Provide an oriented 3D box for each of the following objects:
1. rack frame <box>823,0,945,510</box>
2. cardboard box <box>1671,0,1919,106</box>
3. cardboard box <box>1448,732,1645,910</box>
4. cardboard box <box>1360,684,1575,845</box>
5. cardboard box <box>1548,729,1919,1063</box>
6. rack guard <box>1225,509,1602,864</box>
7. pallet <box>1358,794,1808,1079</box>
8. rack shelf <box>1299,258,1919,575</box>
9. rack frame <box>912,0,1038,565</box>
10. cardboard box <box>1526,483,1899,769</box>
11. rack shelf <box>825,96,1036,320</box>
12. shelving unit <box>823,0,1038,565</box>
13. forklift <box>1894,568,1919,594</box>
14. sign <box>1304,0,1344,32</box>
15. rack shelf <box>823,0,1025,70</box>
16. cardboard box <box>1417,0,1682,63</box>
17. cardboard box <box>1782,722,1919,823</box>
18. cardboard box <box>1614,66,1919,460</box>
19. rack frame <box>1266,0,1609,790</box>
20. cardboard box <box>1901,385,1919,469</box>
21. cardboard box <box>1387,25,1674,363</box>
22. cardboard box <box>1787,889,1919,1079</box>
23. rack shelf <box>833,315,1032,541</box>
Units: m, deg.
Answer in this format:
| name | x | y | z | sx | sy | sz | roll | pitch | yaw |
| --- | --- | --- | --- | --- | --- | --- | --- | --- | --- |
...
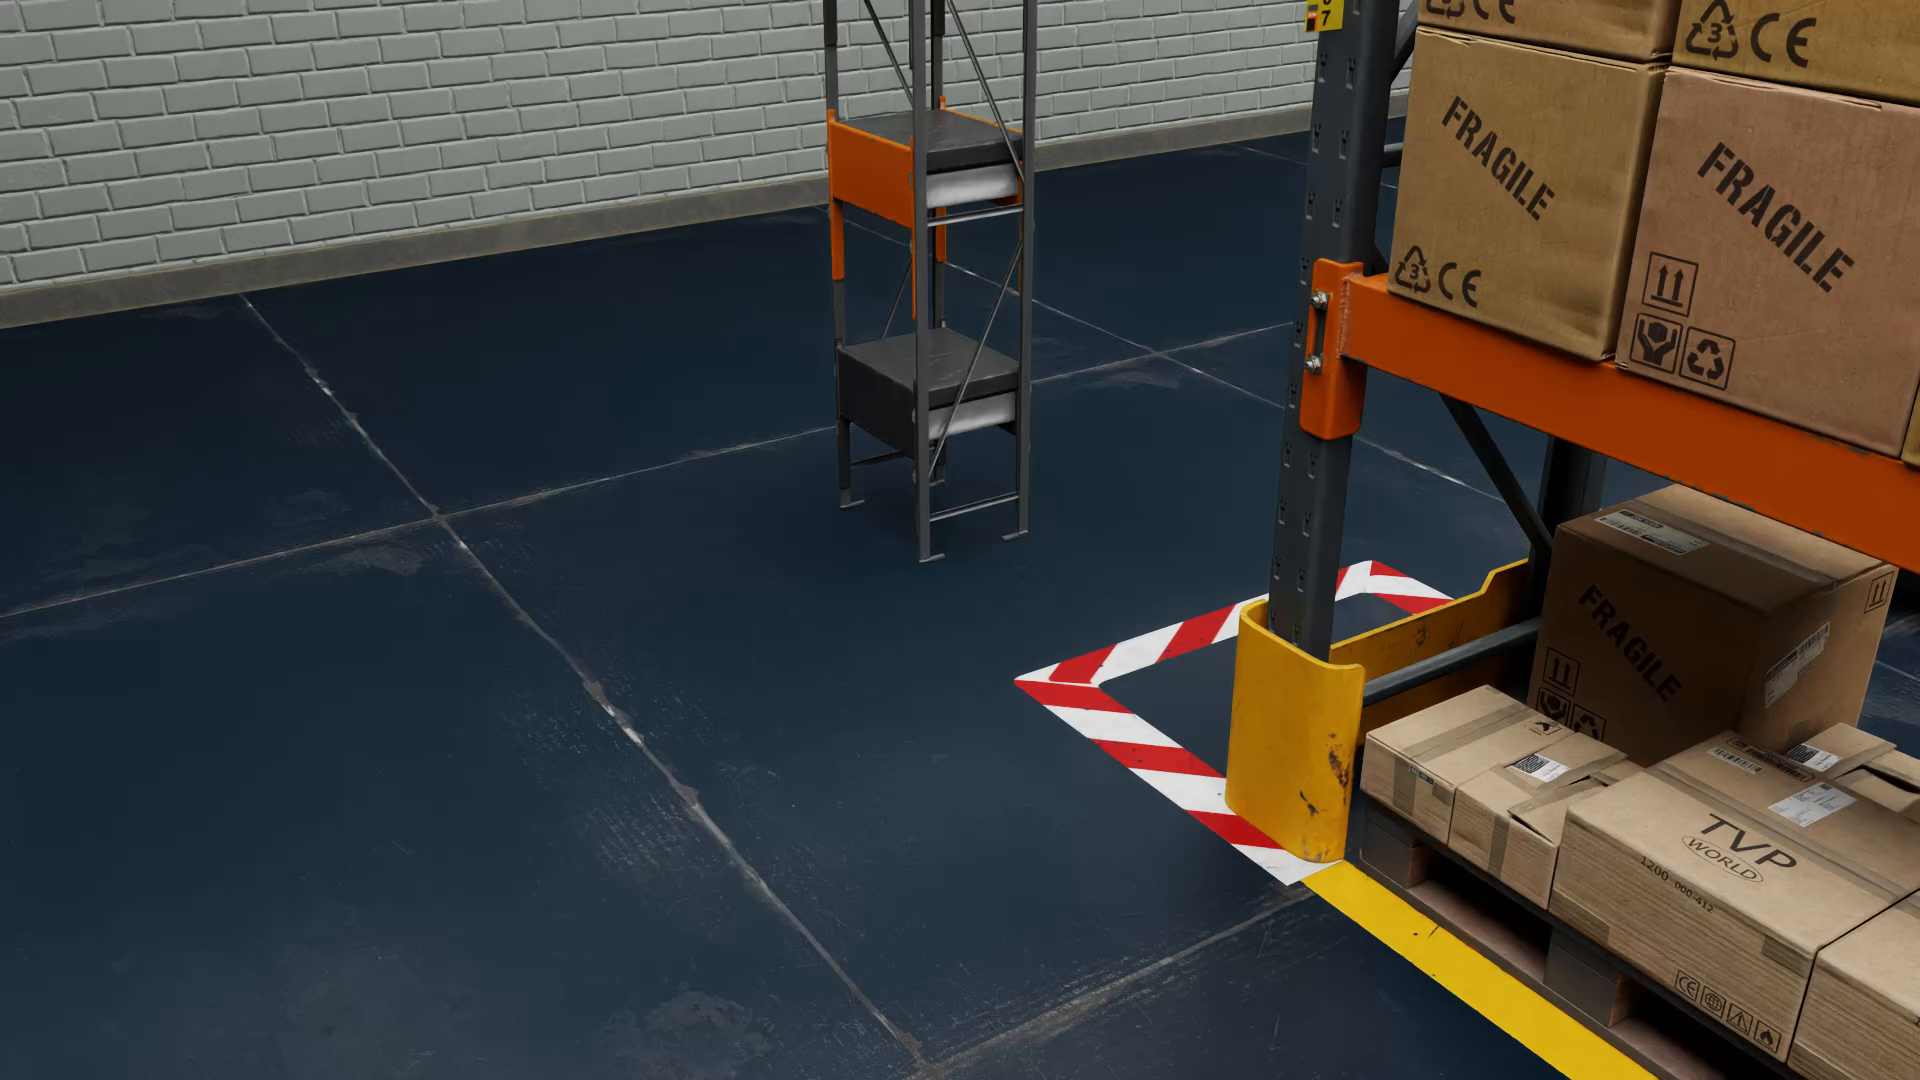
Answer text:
| name | x | y | z | sx | sy | sz | roll | pitch | yaw |
| --- | --- | --- | --- | --- | --- | --- | --- | --- | --- |
| rack frame | -0.224 | -1.096 | 5.112 | 0.400 | 2.100 | 0.015 | -16 | 29 | -30 |
| cardboard box | 1.457 | -0.939 | 2.437 | 0.500 | 0.500 | 0.500 | -15 | 29 | -29 |
| cardboard box | 1.221 | 0.555 | 3.365 | 0.380 | 0.166 | 0.250 | -16 | 29 | -30 |
| cardboard box | 1.085 | 0.473 | 3.558 | 0.380 | 0.149 | 0.250 | -16 | 29 | -30 |
| cardboard box | 1.476 | 0.637 | 3.092 | 0.500 | 0.250 | 0.500 | -16 | 29 | -30 |
| rack guard | 1.186 | 0.311 | 4.006 | 1.175 | 0.500 | 0.348 | -16 | 29 | -30 |
| pallet | 1.622 | 0.726 | 3.464 | 1.003 | 0.211 | 1.213 | -16 | 29 | -30 |
| rack shelf | 2.236 | 0.194 | 2.168 | 1.077 | 0.370 | 4.000 | -16 | 29 | -30 |
| rack frame | 0.043 | -0.921 | 4.742 | 0.400 | 2.100 | 0.015 | -16 | 29 | -30 |
| cardboard box | 1.647 | 0.222 | 3.679 | 0.500 | 0.500 | 0.500 | -16 | 29 | -30 |
| rack shelf | -0.090 | -0.996 | 4.933 | 0.431 | 0.518 | 0.480 | -16 | 29 | -30 |
| shelving unit | -0.090 | -1.009 | 4.927 | 0.431 | 2.100 | 0.503 | -16 | 29 | -30 |
| forklift | 4.234 | -1.128 | 4.206 | 3.031 | 2.935 | 1.130 | 8 | 26 | 17 |
| sign | 0.690 | -1.112 | 3.077 | 0.100 | 0.325 | 0.005 | -16 | 29 | -30 |
| rack shelf | -0.090 | -1.629 | 4.634 | 0.431 | 0.518 | 0.480 | -16 | 29 | -30 |
| cardboard box | 1.165 | -1.124 | 2.829 | 0.500 | 0.500 | 0.500 | -15 | 29 | -28 |
| cardboard box | 1.793 | 0.538 | 3.399 | 0.380 | 0.166 | 0.250 | -16 | 29 | -30 |
| cardboard box | 1.452 | -0.489 | 2.654 | 0.500 | 0.500 | 0.500 | -16 | 30 | -30 |
| rack frame | 1.144 | -0.847 | 3.530 | 1.000 | 3.000 | 0.127 | -16 | 29 | -30 |
| cardboard box | 1.723 | -0.308 | 2.272 | 0.500 | 0.500 | 0.500 | -16 | 29 | -30 |
| cardboard box | 1.165 | -0.672 | 3.042 | 0.500 | 0.500 | 0.500 | -15 | 29 | -29 |
| cardboard box | 1.749 | 0.816 | 2.713 | 0.500 | 0.250 | 0.500 | -16 | 29 | -30 |
| rack shelf | -0.090 | -0.363 | 5.232 | 0.431 | 0.518 | 0.480 | -16 | 29 | -30 |
